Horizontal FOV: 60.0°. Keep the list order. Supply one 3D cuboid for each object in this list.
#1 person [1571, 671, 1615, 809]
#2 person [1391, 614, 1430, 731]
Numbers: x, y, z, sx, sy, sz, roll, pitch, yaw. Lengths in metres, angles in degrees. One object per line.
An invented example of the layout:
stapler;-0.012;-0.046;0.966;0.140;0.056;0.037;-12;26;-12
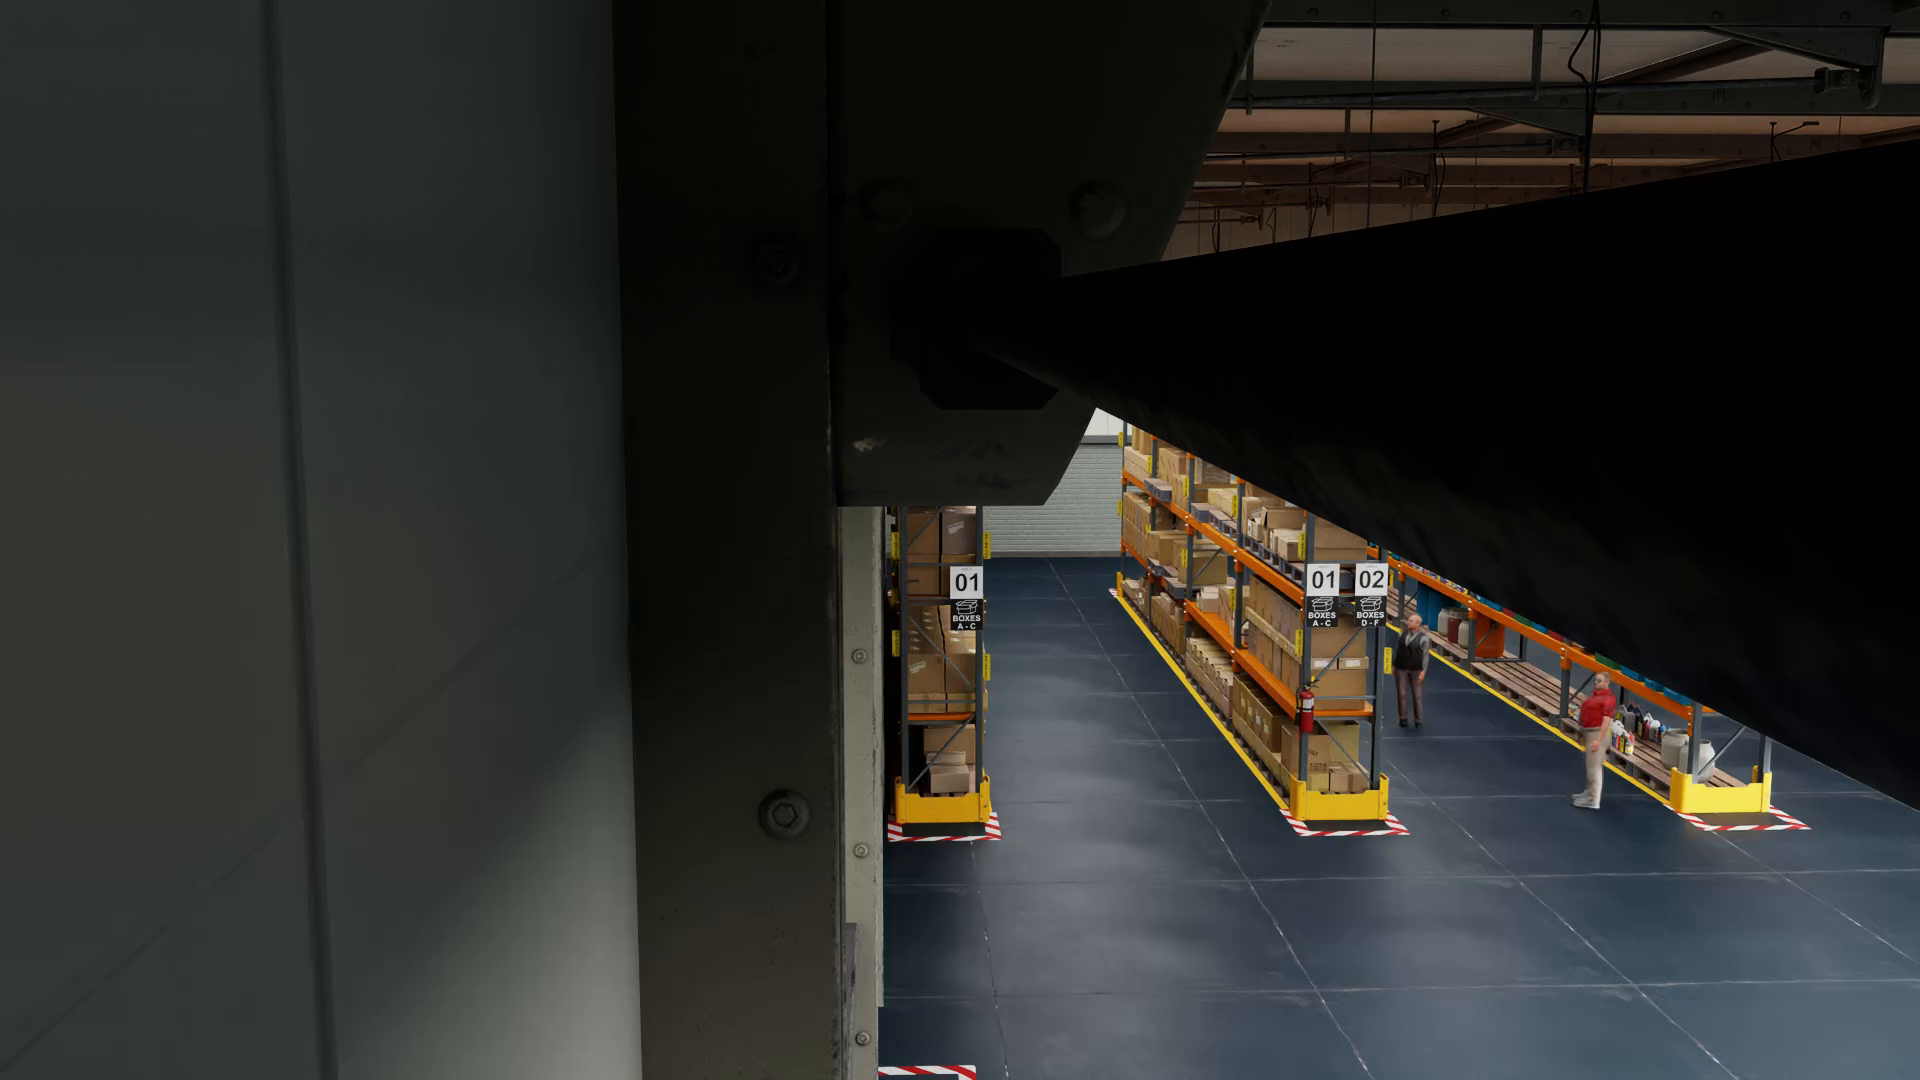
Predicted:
person;8.056;2.524;21.149;0.442;1.726;0.594;2;8;14
person;6.786;1.997;25.101;0.561;1.756;0.472;3;9;20
